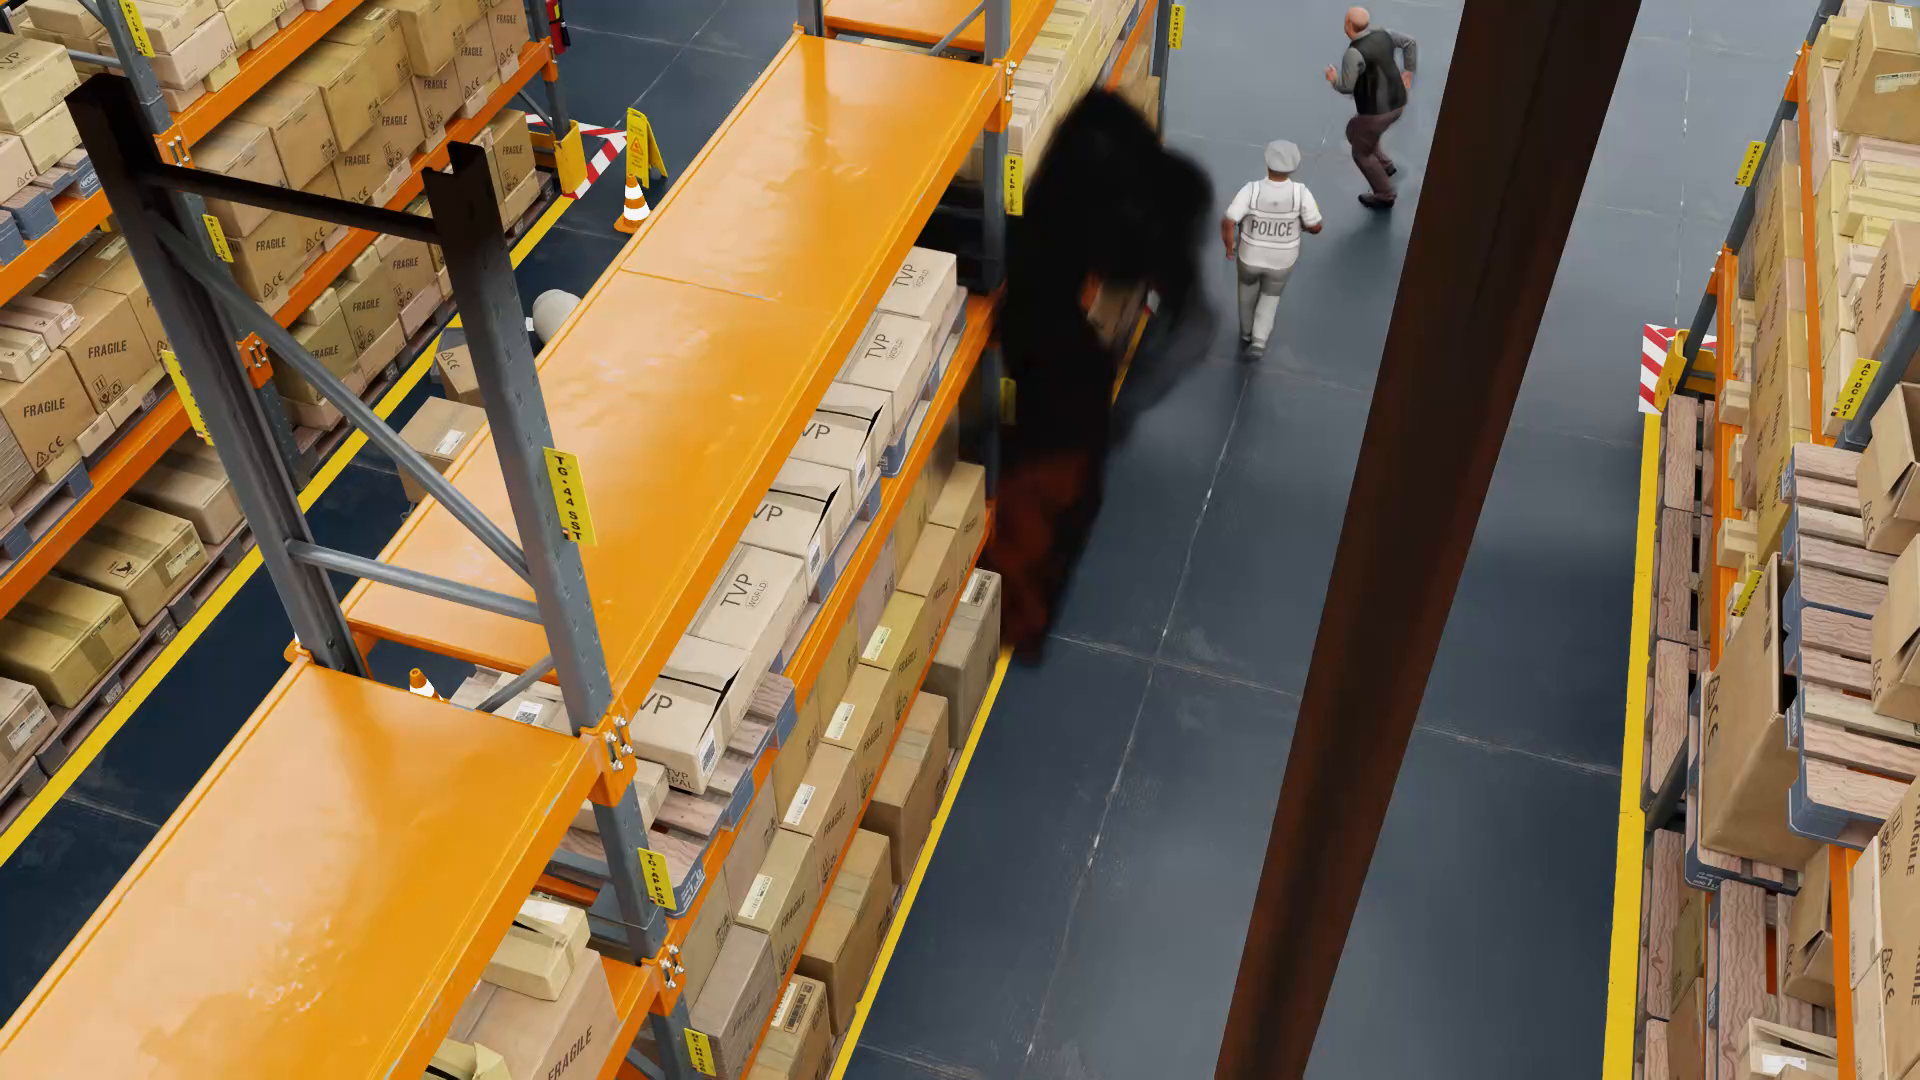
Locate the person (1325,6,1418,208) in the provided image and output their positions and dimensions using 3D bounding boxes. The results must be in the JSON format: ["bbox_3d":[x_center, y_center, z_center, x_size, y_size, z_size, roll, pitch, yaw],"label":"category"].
[{"bbox_3d":[3.337,-3.536,13.510,0.684,1.548,0.856,-35,55,-29],"label":"person"}]

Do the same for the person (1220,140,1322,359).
[{"bbox_3d":[2.180,-2.020,11.850,0.700,1.791,0.762,9,46,8],"label":"person"}]
